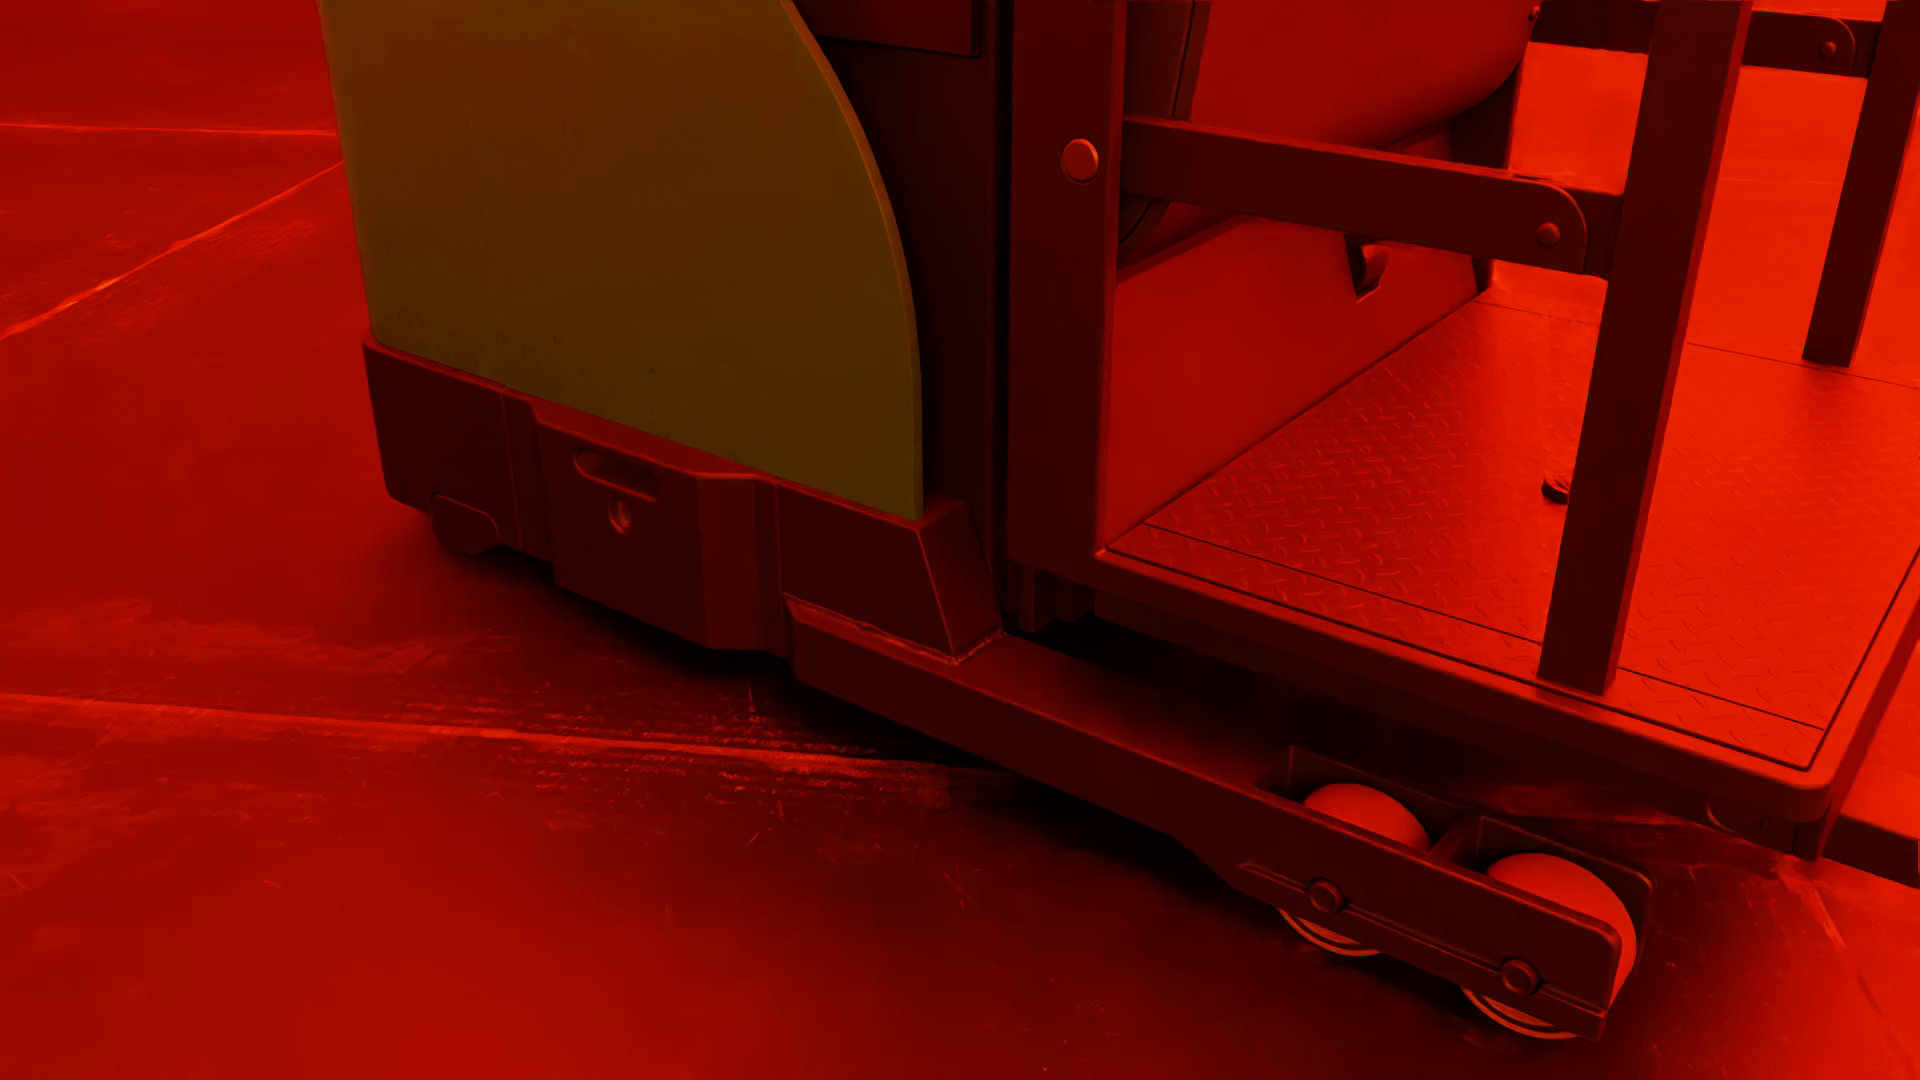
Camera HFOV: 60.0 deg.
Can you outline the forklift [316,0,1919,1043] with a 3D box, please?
[{"bbox_3d":[0.618,-1.115,1.451,3.031,2.935,1.130,18,32,32],"label":"forklift"}]
